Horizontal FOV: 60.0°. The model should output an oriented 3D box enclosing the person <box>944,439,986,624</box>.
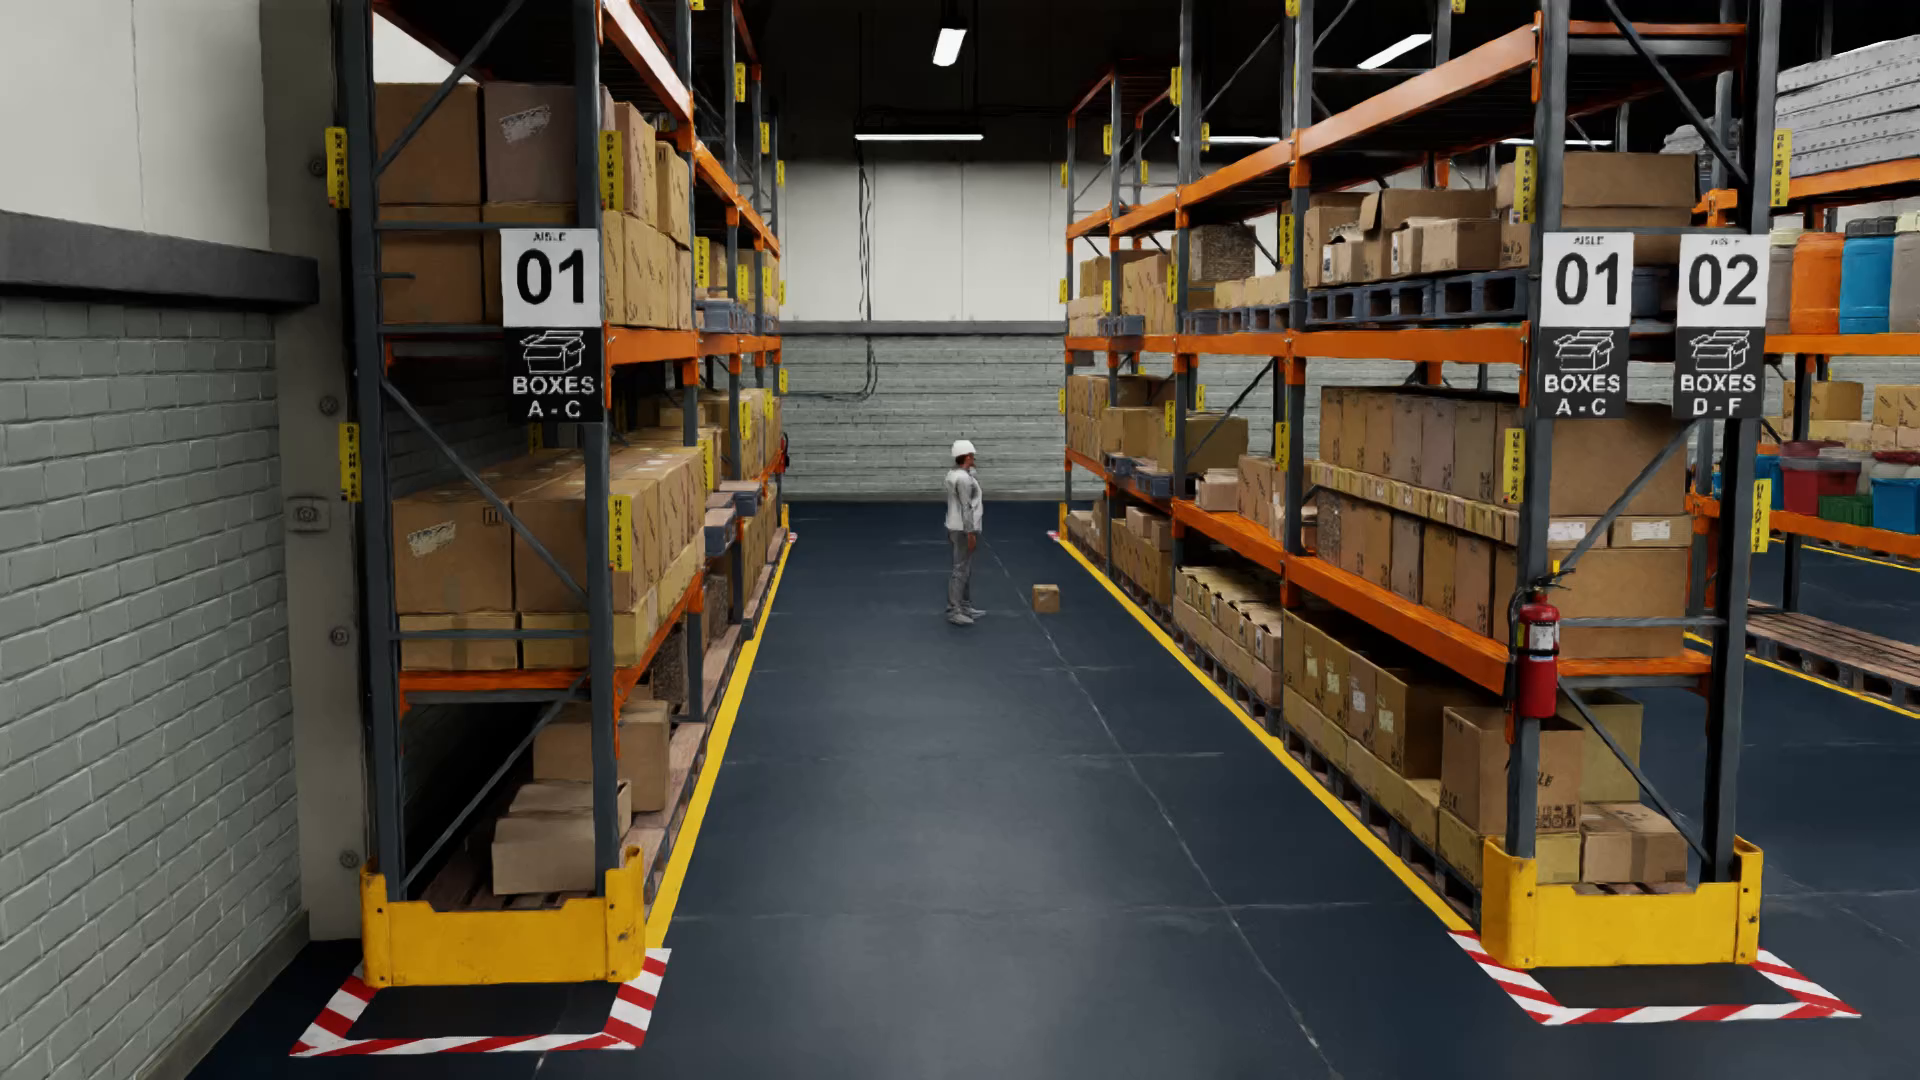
[{"bbox_3d":[0.055,-0.100,16.322,0.443,1.779,0.650,-1,7,-10],"label":"person"}]
